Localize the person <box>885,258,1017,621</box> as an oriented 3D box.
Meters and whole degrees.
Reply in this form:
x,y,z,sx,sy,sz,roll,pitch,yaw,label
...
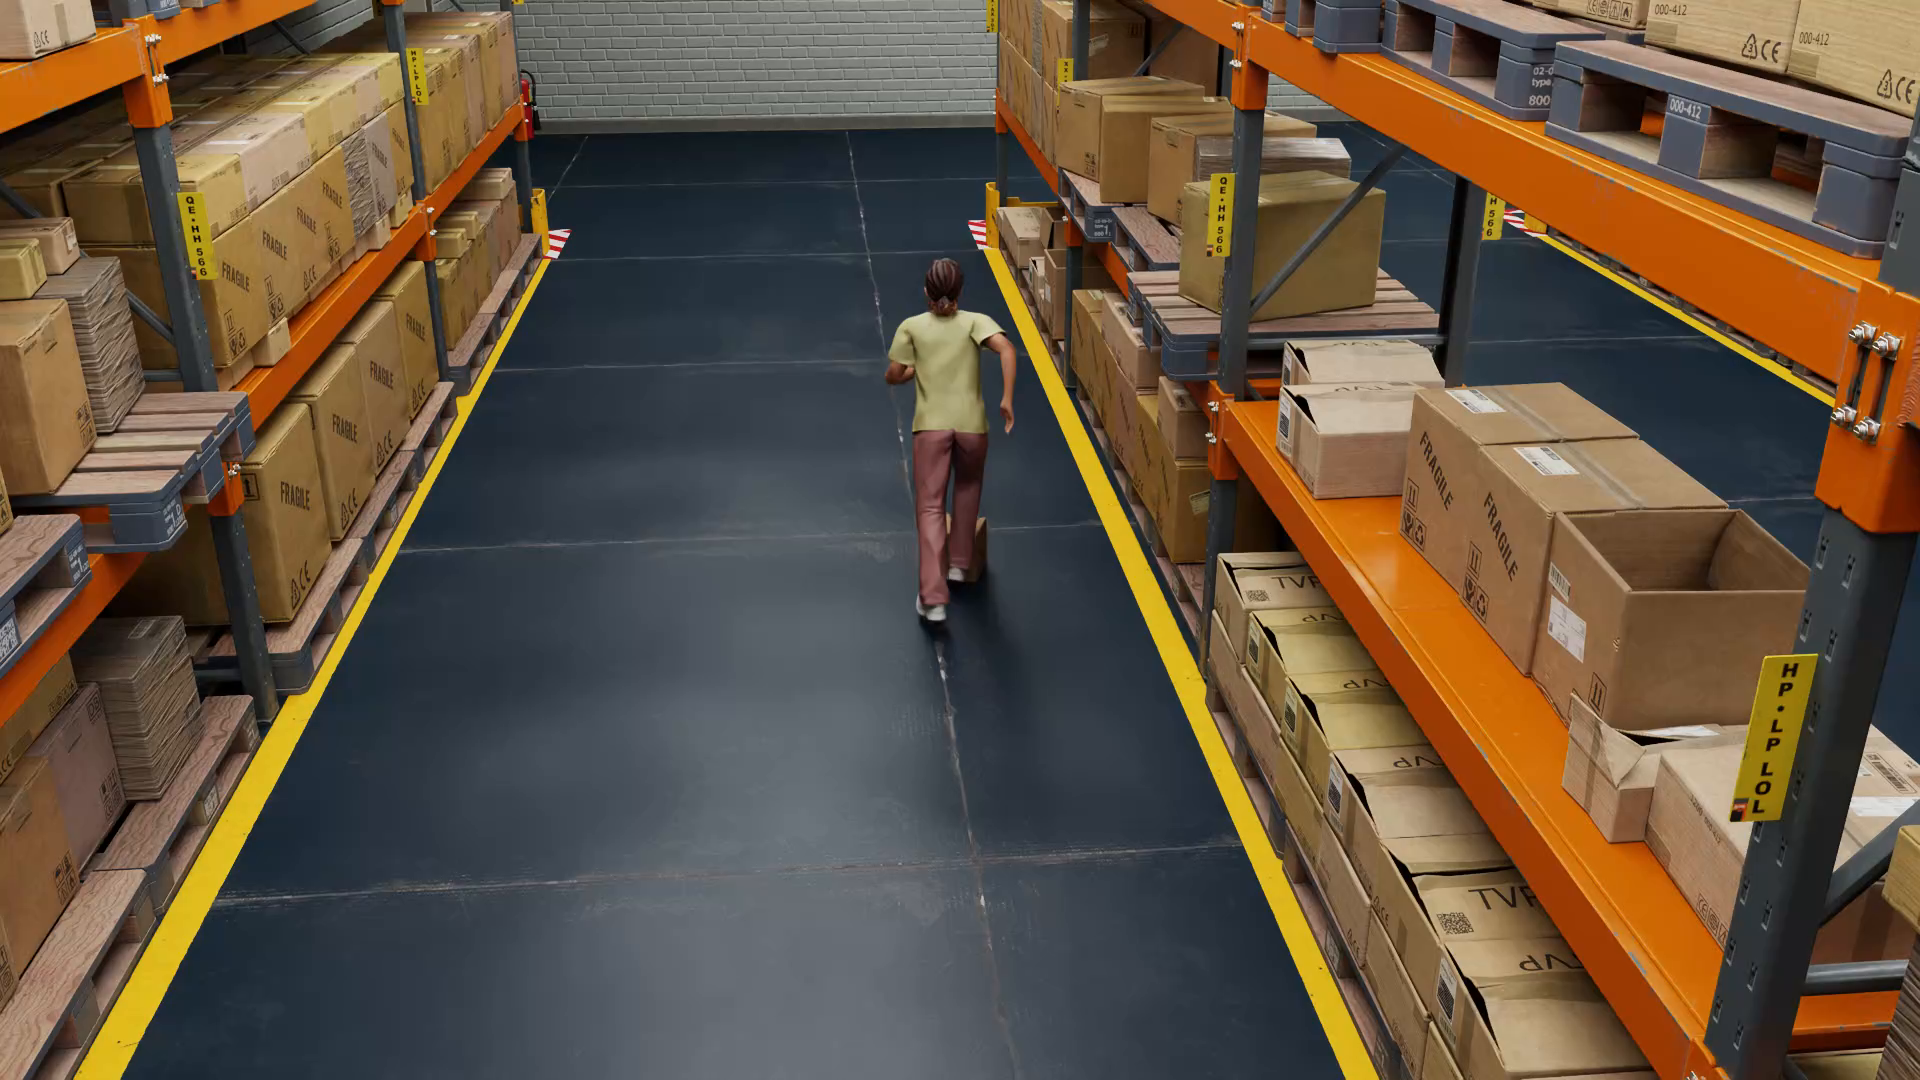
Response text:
x,y,z,sx,sy,sz,roll,pitch,yaw,label
-0.044,-0.467,7.748,0.571,1.600,0.913,-4,24,-9,person
